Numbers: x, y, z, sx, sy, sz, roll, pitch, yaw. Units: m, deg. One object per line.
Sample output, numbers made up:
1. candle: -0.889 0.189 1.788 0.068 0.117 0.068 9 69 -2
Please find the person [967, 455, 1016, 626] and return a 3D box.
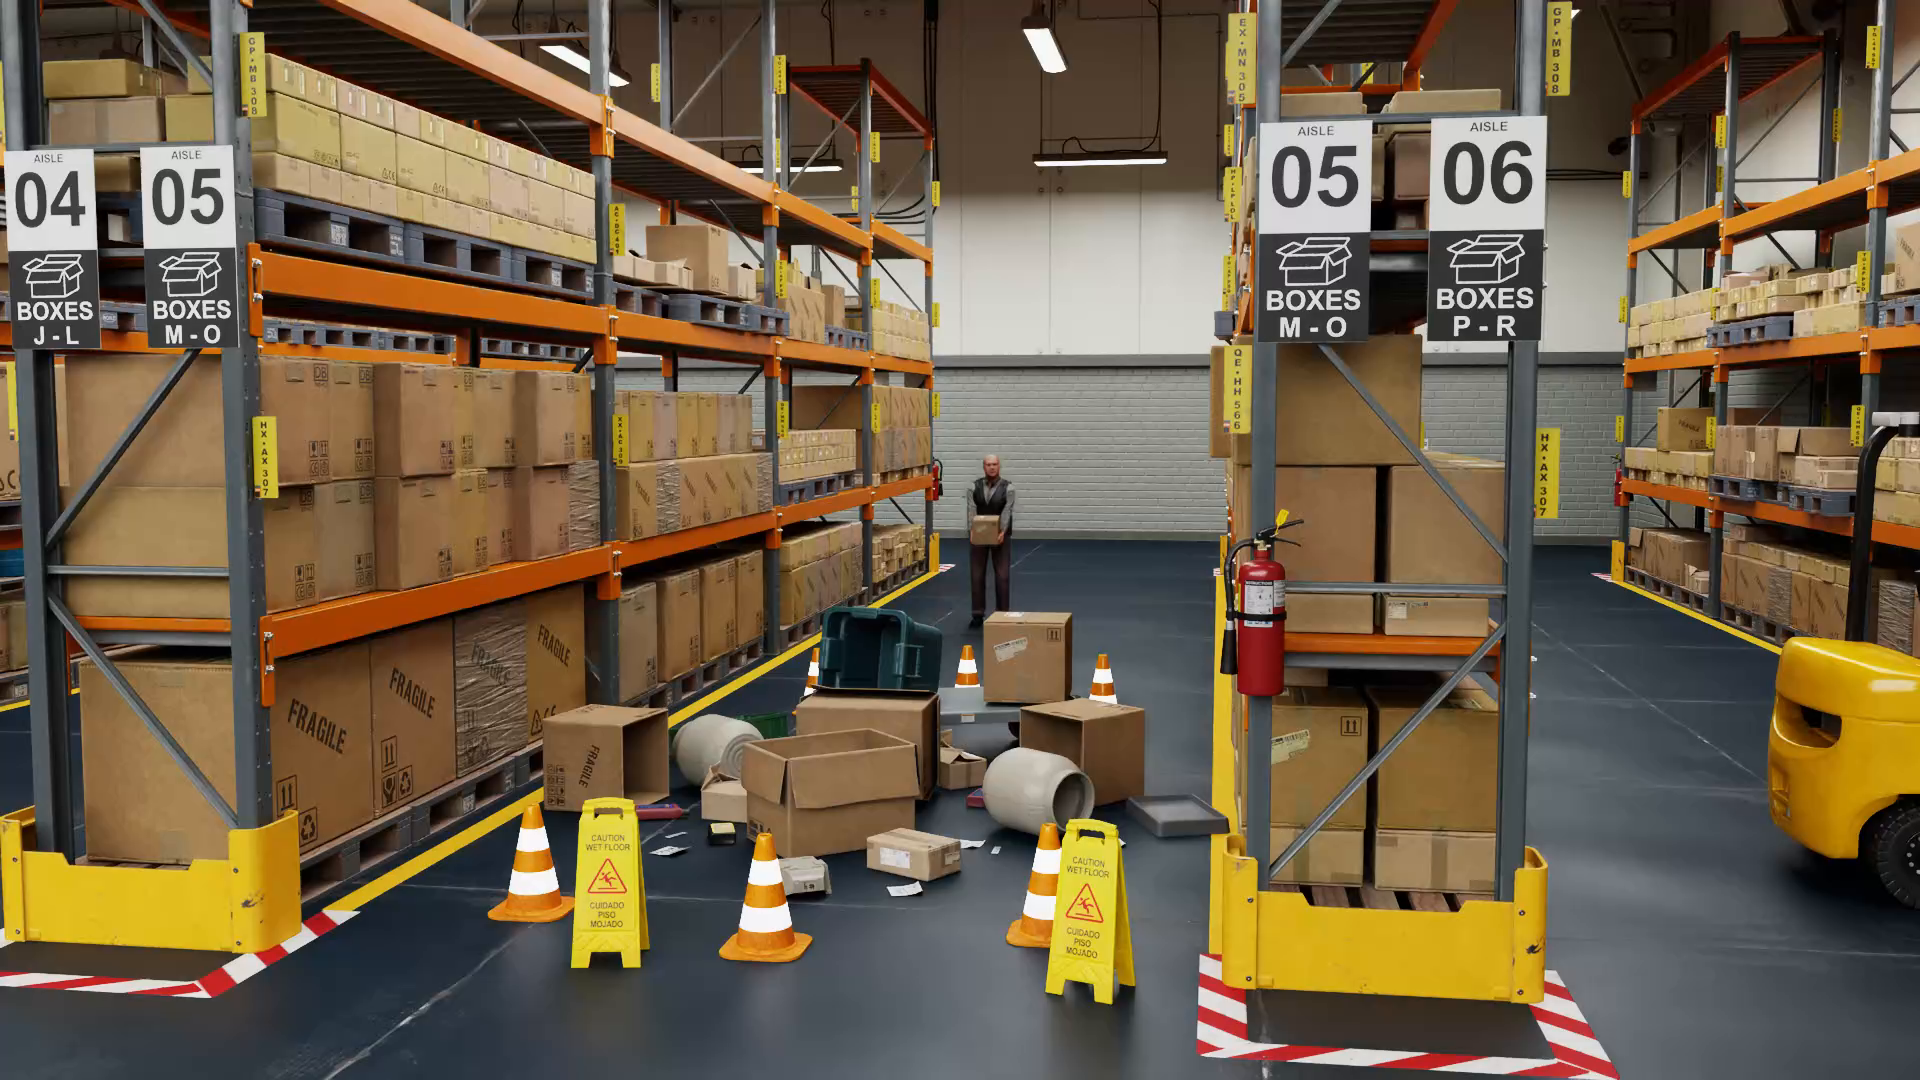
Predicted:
1. person: 0.307 0.010 16.710 0.494 1.720 0.563 1 4 8
